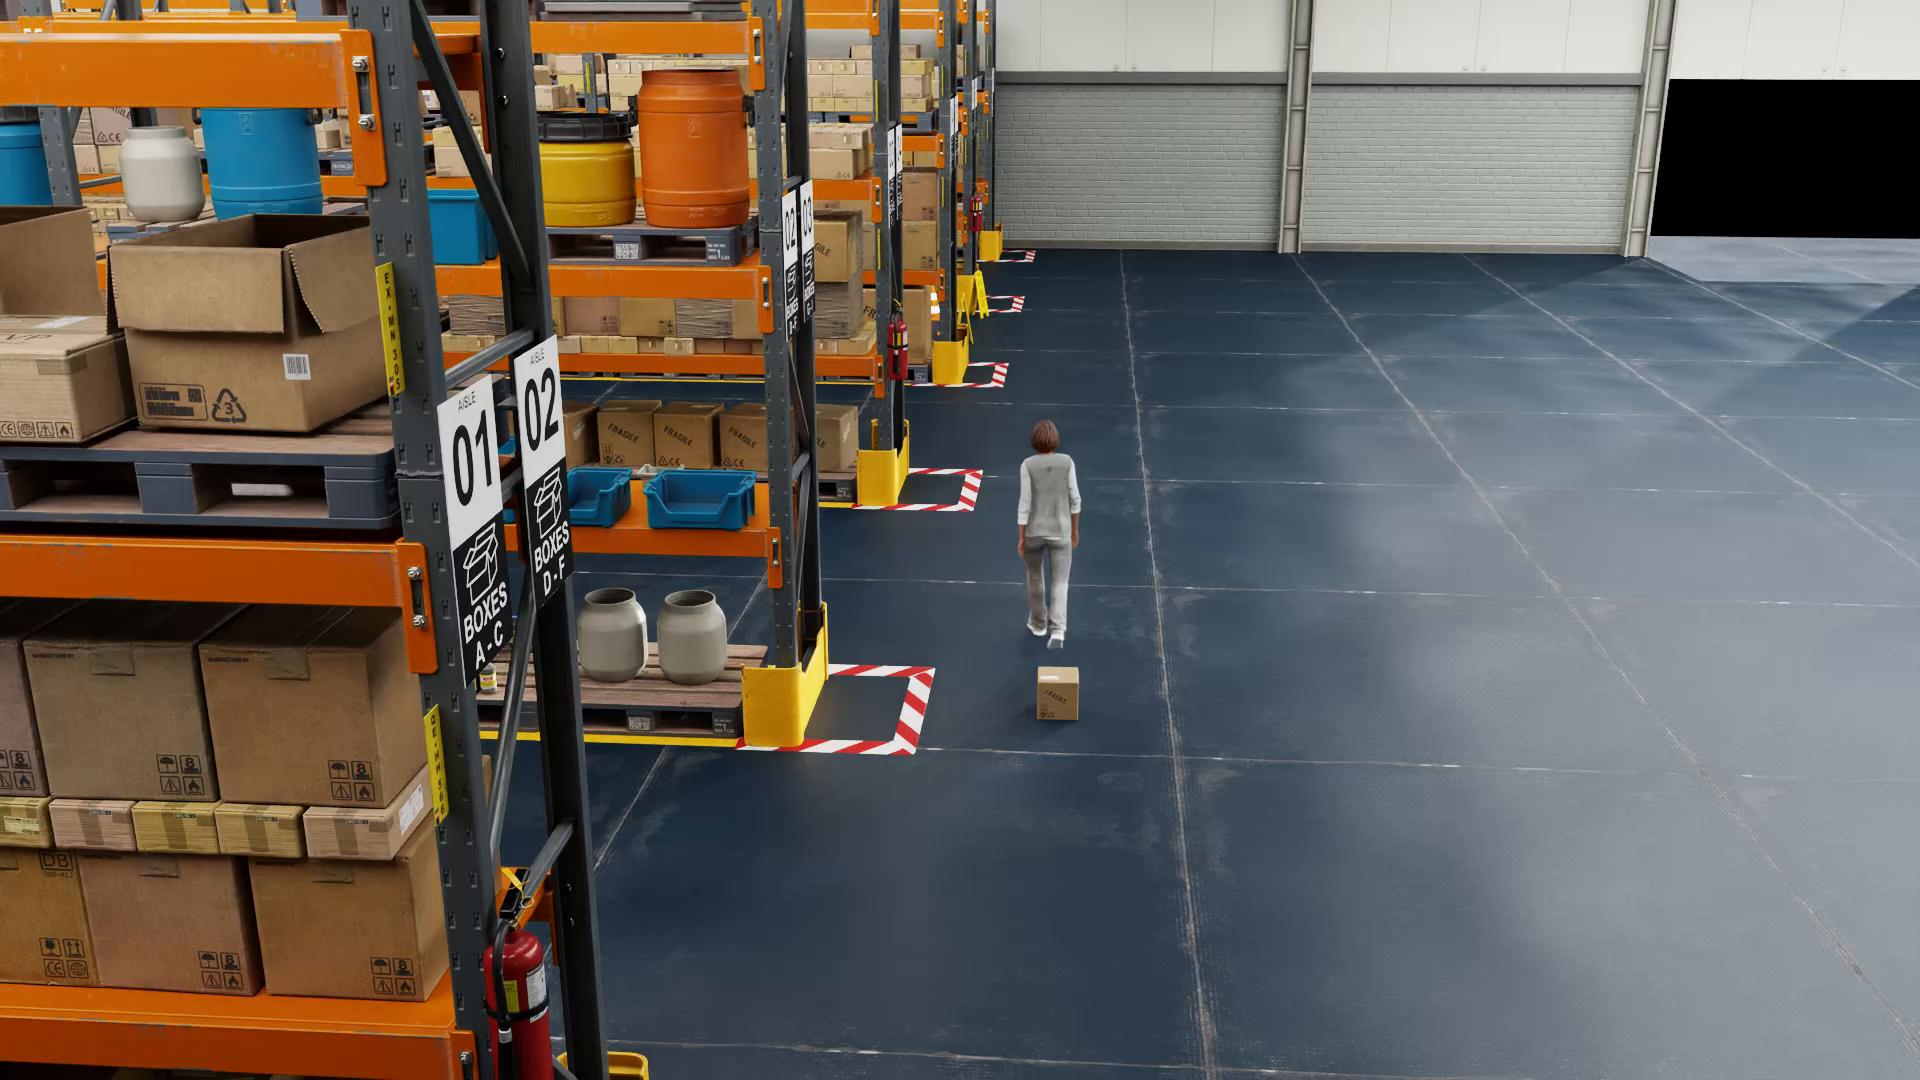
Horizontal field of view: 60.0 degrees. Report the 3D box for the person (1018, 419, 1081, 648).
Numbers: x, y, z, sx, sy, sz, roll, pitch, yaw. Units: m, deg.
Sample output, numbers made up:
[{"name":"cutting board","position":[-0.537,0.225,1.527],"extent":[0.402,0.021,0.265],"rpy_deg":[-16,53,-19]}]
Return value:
[{"name":"person","position":[0.598,-0.019,11.133],"extent":[0.427,1.542,0.864],"rpy_deg":[-1,18,-2]}]
